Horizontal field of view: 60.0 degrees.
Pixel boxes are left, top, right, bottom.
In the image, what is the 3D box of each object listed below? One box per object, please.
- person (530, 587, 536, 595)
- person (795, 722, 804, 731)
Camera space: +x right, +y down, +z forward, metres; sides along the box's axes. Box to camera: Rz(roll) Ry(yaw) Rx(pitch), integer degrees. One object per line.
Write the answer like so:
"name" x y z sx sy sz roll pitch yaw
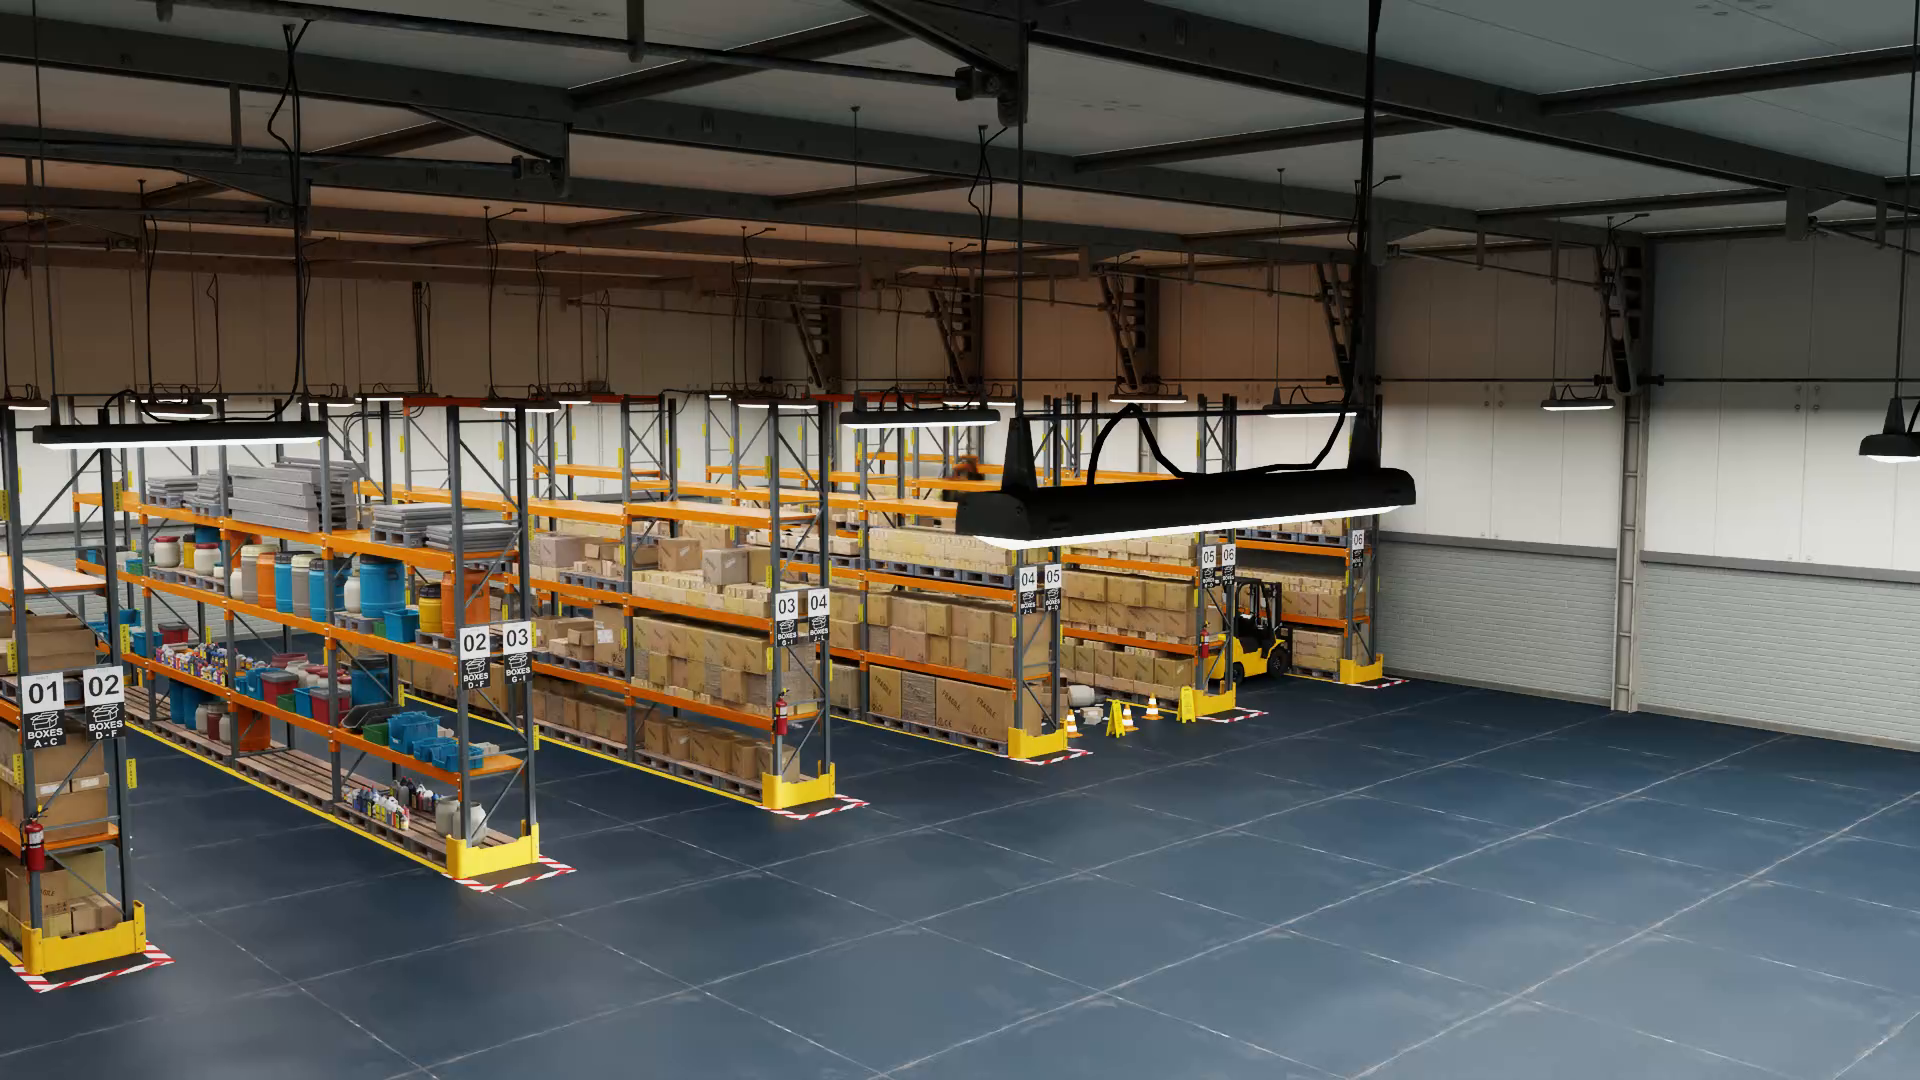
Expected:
"person" -10.347 1.574 40.395 0.692 1.788 0.888 4 7 32
"person" -2.991 2.629 30.225 0.546 1.654 0.656 -5 7 -41
